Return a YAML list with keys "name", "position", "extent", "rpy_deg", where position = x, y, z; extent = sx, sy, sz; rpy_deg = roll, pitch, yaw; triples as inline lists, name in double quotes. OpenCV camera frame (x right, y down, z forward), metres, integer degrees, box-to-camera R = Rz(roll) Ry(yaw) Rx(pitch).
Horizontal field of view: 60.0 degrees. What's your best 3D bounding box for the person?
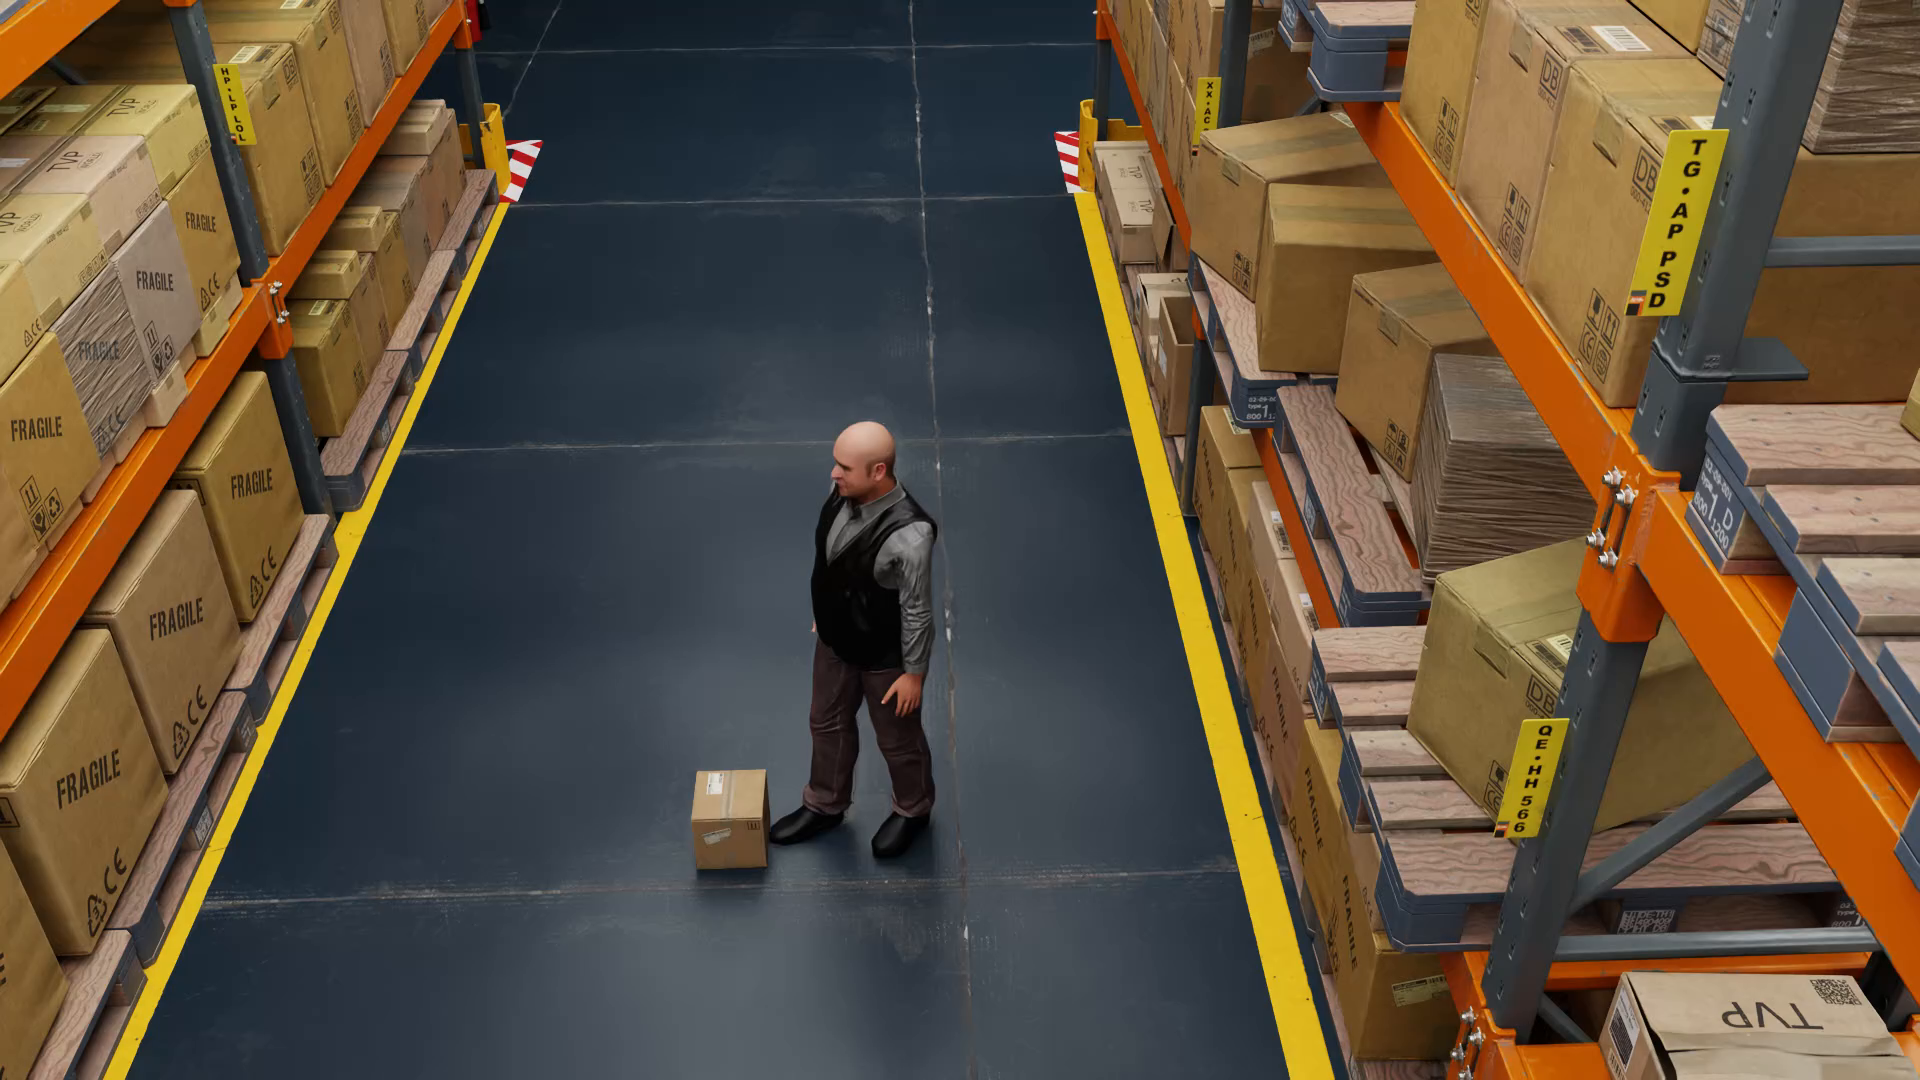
- name: "person"
  position: [-0.365, 0.382, 5.615]
  extent: [0.573, 1.732, 0.559]
  rpy_deg: [-23, 41, -29]
